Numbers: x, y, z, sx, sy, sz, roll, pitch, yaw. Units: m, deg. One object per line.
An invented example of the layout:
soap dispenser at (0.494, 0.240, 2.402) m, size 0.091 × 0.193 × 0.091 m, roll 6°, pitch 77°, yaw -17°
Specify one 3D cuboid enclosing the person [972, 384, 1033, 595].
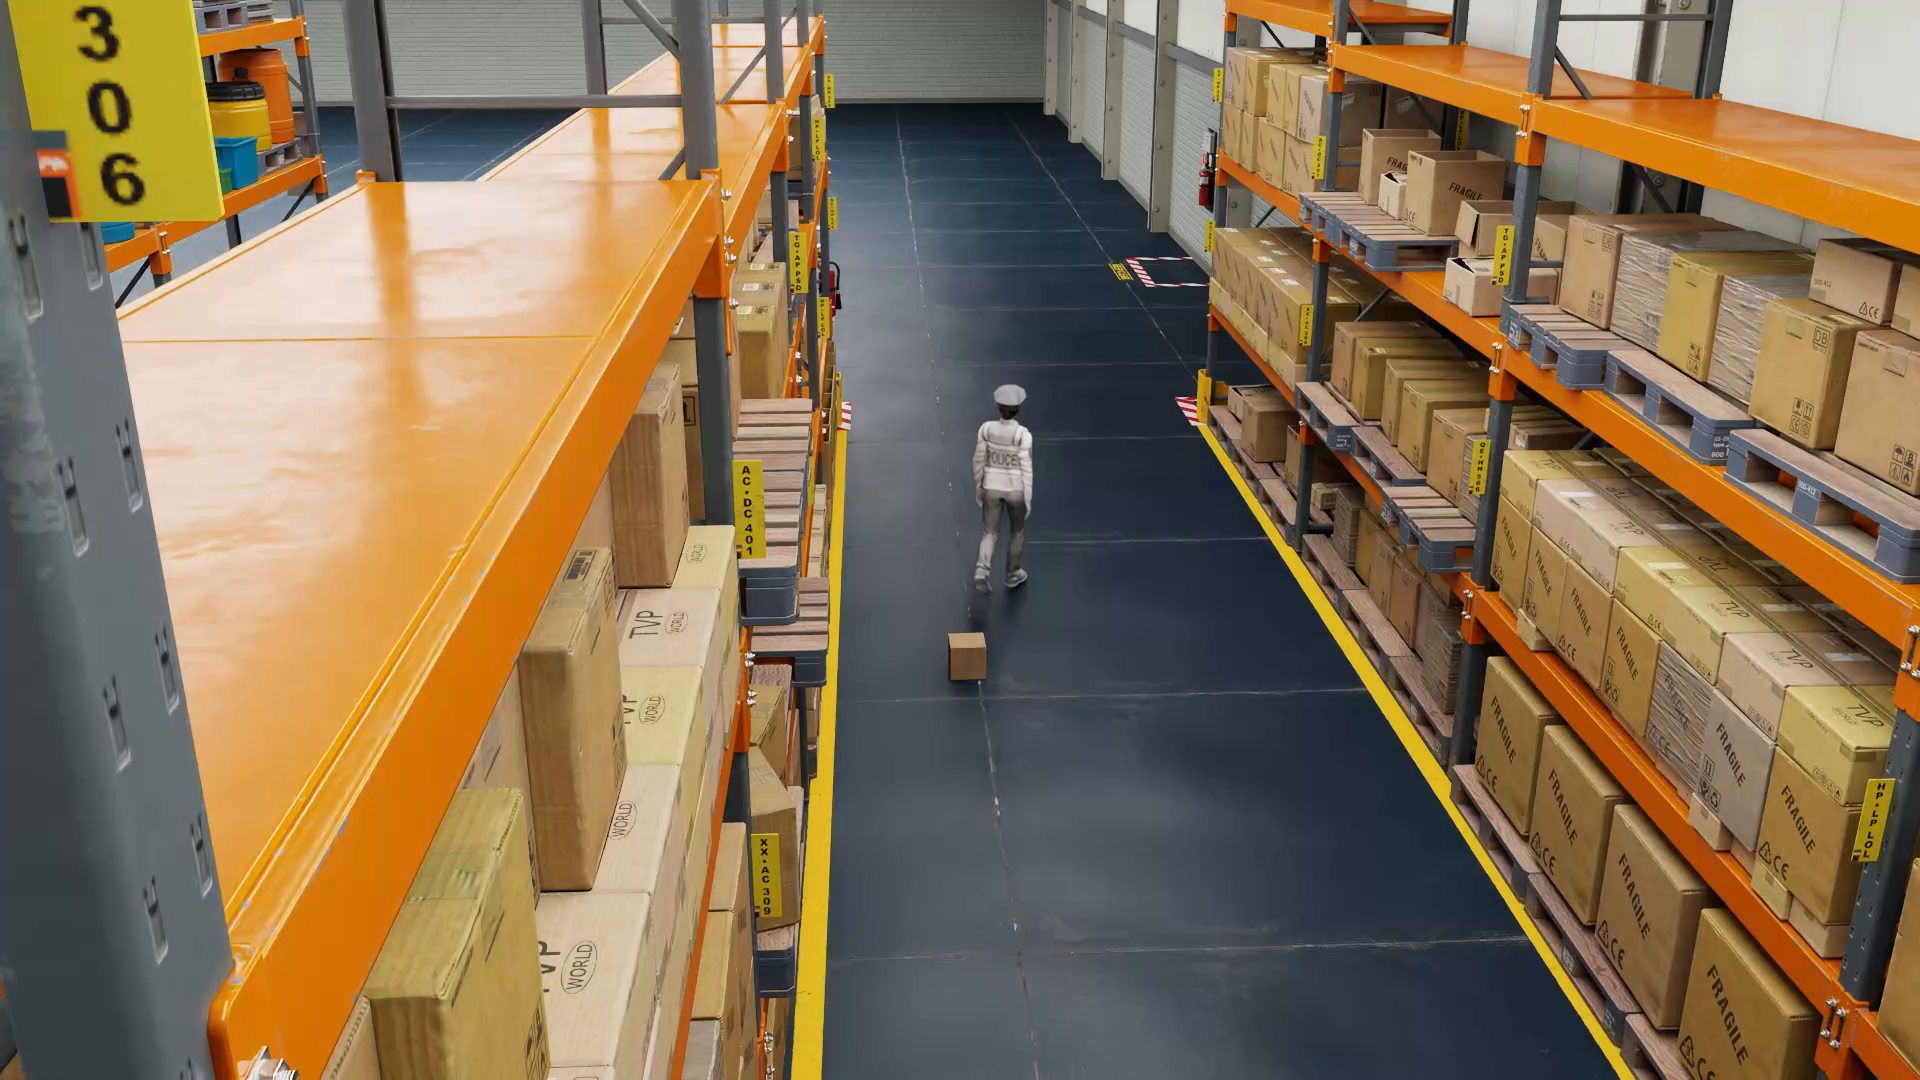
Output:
person at (0.311, -0.360, 12.788) m, size 0.494 × 1.653 × 0.807 m, roll 7°, pitch 22°, yaw 17°
